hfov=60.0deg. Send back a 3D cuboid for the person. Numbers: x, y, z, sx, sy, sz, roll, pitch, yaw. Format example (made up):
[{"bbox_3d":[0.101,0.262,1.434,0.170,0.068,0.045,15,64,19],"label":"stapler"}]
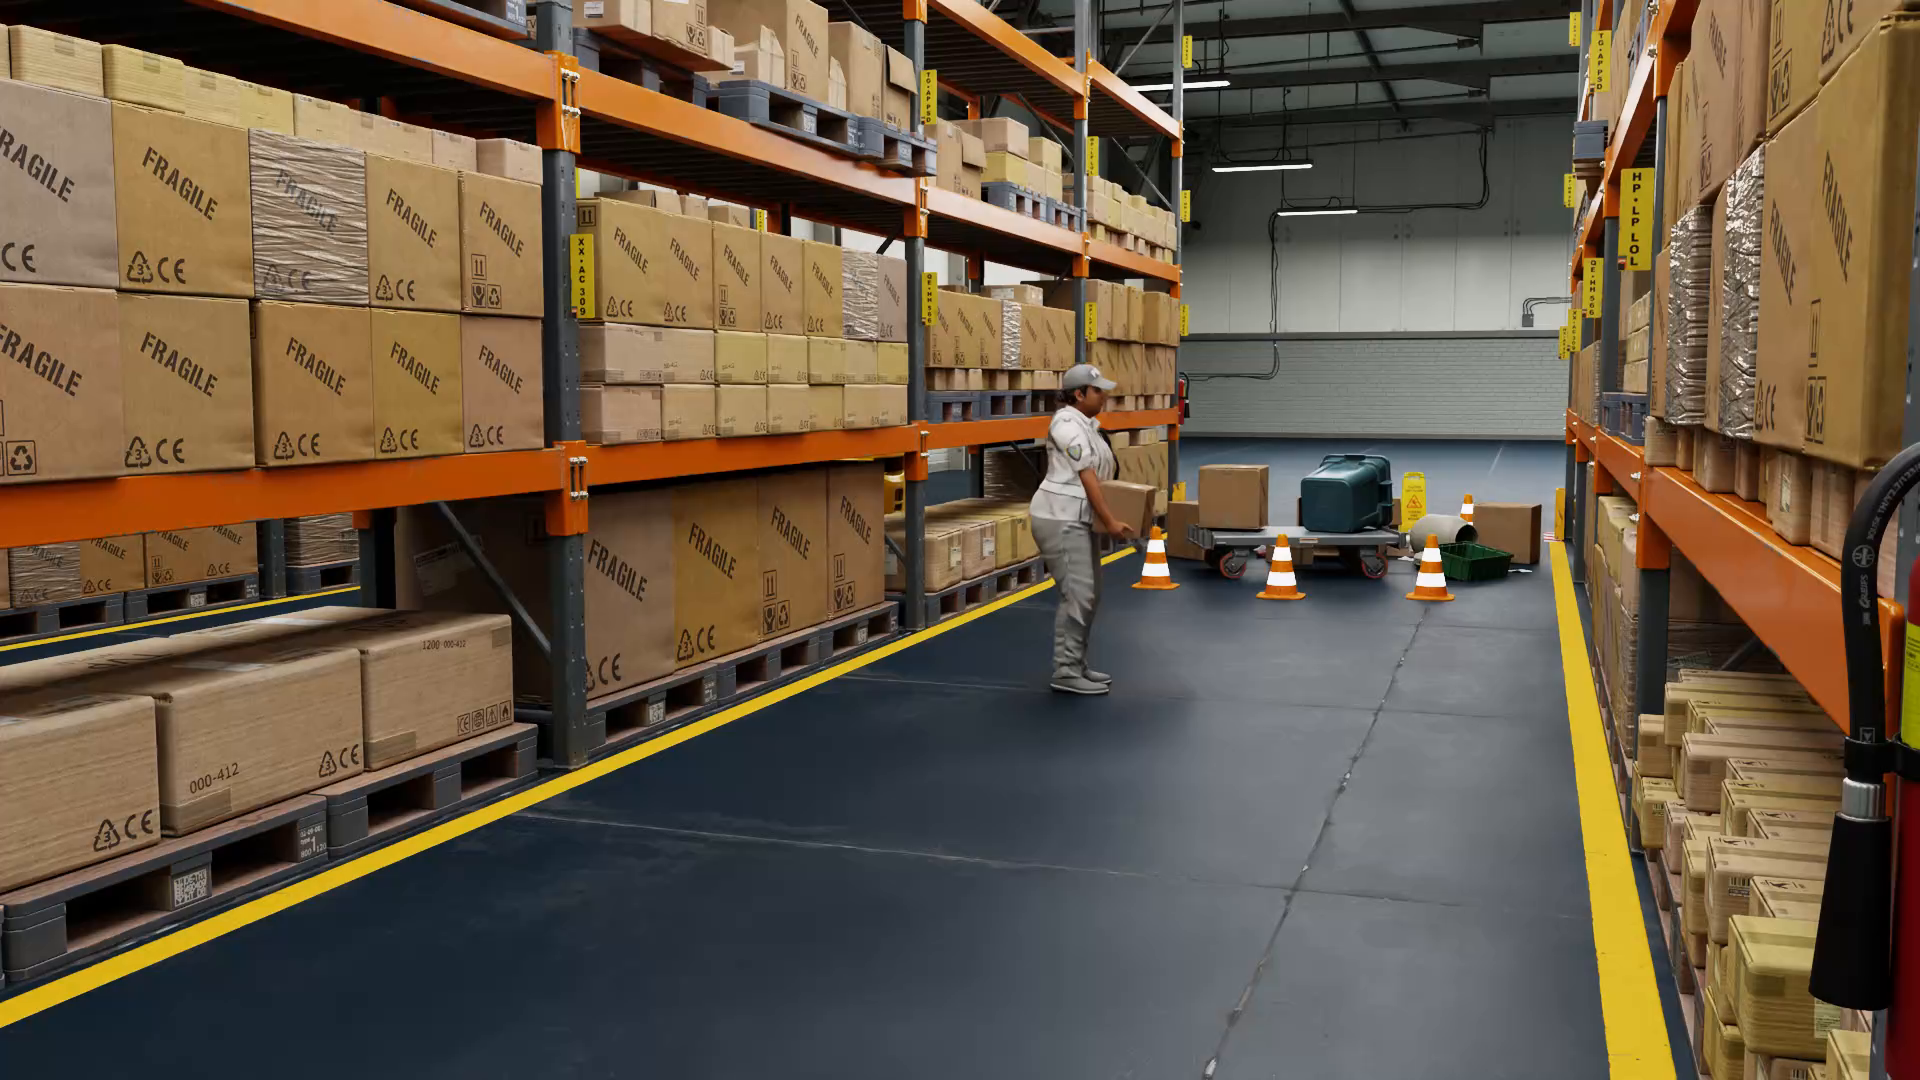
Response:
[{"bbox_3d":[0.639,-0.061,8.466,0.560,1.660,0.452,2,6,18],"label":"person"}]
